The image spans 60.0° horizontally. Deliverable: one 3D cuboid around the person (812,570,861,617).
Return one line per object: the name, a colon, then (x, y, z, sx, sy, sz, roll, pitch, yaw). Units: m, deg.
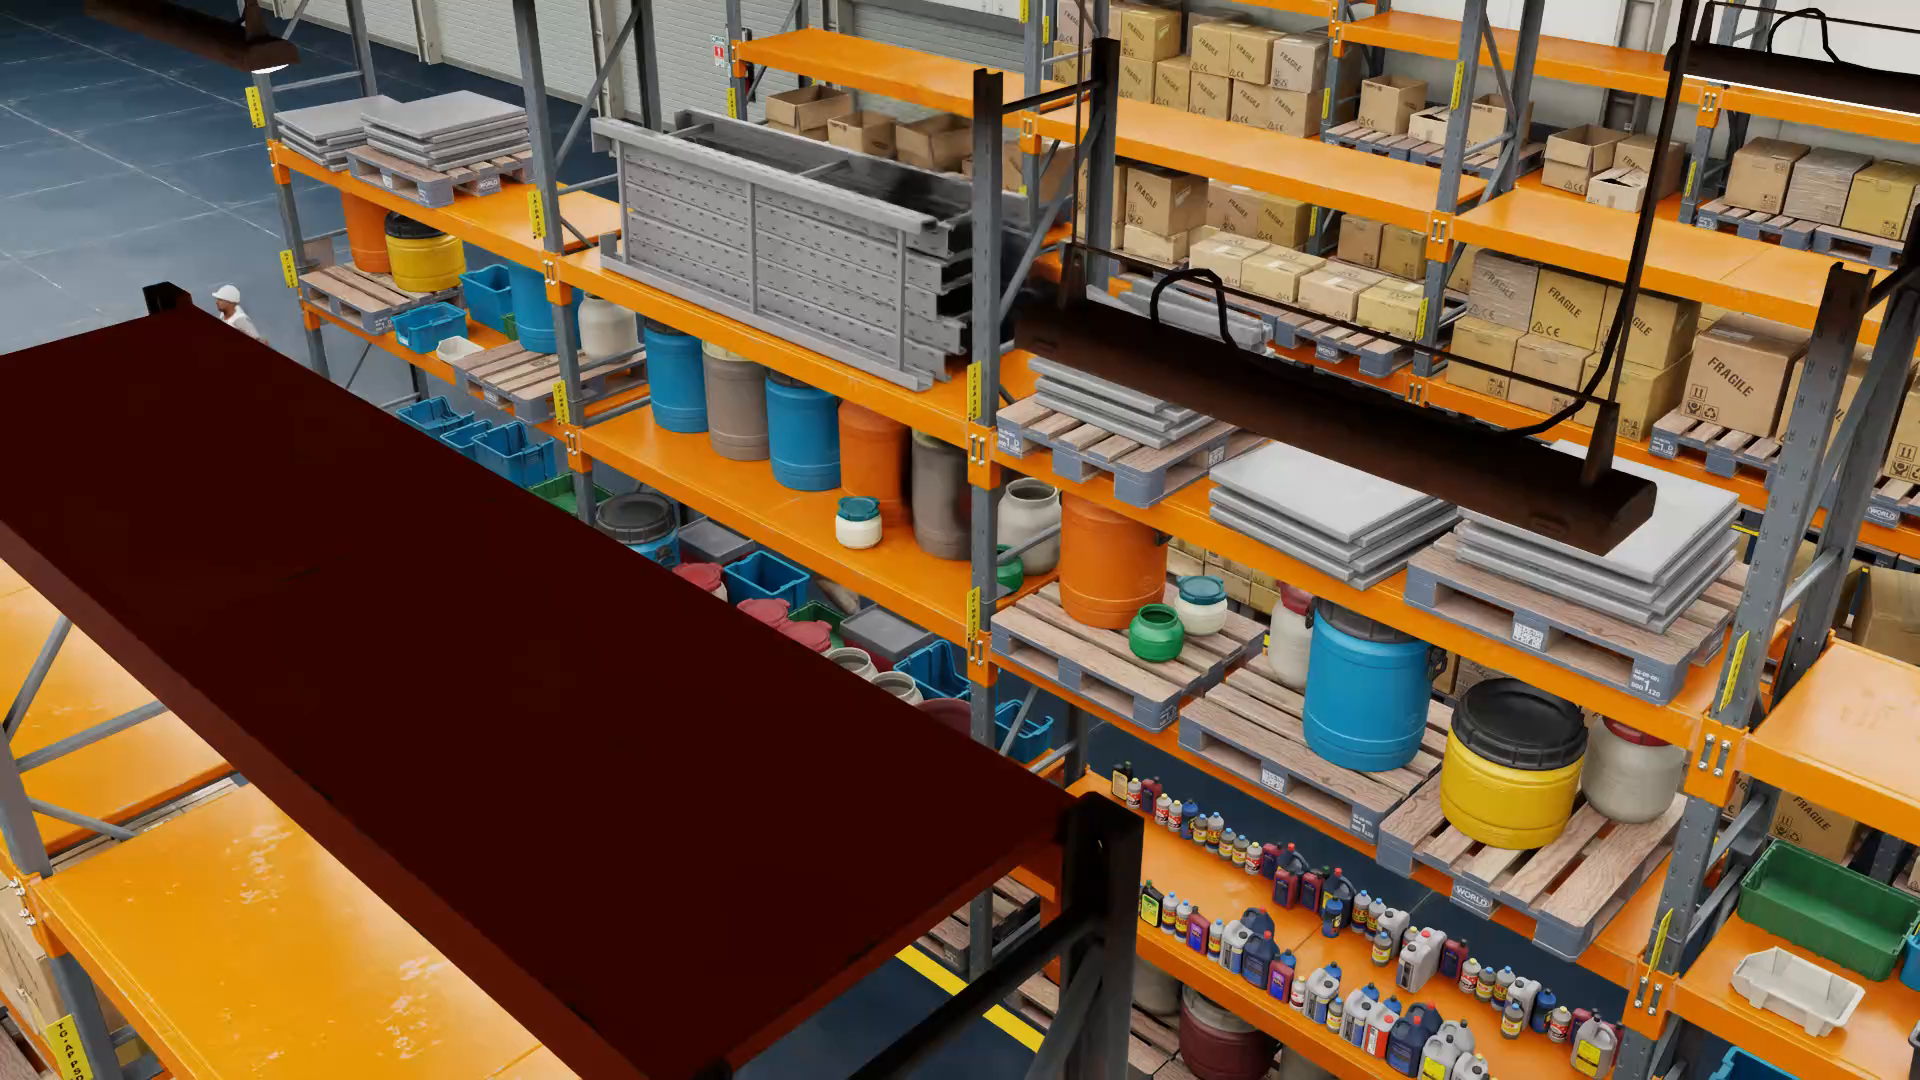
person: (-0.994, 0.025, 13.905, 0.666, 1.717, 0.481, -24, 37, -36)

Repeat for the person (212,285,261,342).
person: (-7.661, -1.902, 17.848, 0.740, 1.759, 0.686, -16, 33, -26)
